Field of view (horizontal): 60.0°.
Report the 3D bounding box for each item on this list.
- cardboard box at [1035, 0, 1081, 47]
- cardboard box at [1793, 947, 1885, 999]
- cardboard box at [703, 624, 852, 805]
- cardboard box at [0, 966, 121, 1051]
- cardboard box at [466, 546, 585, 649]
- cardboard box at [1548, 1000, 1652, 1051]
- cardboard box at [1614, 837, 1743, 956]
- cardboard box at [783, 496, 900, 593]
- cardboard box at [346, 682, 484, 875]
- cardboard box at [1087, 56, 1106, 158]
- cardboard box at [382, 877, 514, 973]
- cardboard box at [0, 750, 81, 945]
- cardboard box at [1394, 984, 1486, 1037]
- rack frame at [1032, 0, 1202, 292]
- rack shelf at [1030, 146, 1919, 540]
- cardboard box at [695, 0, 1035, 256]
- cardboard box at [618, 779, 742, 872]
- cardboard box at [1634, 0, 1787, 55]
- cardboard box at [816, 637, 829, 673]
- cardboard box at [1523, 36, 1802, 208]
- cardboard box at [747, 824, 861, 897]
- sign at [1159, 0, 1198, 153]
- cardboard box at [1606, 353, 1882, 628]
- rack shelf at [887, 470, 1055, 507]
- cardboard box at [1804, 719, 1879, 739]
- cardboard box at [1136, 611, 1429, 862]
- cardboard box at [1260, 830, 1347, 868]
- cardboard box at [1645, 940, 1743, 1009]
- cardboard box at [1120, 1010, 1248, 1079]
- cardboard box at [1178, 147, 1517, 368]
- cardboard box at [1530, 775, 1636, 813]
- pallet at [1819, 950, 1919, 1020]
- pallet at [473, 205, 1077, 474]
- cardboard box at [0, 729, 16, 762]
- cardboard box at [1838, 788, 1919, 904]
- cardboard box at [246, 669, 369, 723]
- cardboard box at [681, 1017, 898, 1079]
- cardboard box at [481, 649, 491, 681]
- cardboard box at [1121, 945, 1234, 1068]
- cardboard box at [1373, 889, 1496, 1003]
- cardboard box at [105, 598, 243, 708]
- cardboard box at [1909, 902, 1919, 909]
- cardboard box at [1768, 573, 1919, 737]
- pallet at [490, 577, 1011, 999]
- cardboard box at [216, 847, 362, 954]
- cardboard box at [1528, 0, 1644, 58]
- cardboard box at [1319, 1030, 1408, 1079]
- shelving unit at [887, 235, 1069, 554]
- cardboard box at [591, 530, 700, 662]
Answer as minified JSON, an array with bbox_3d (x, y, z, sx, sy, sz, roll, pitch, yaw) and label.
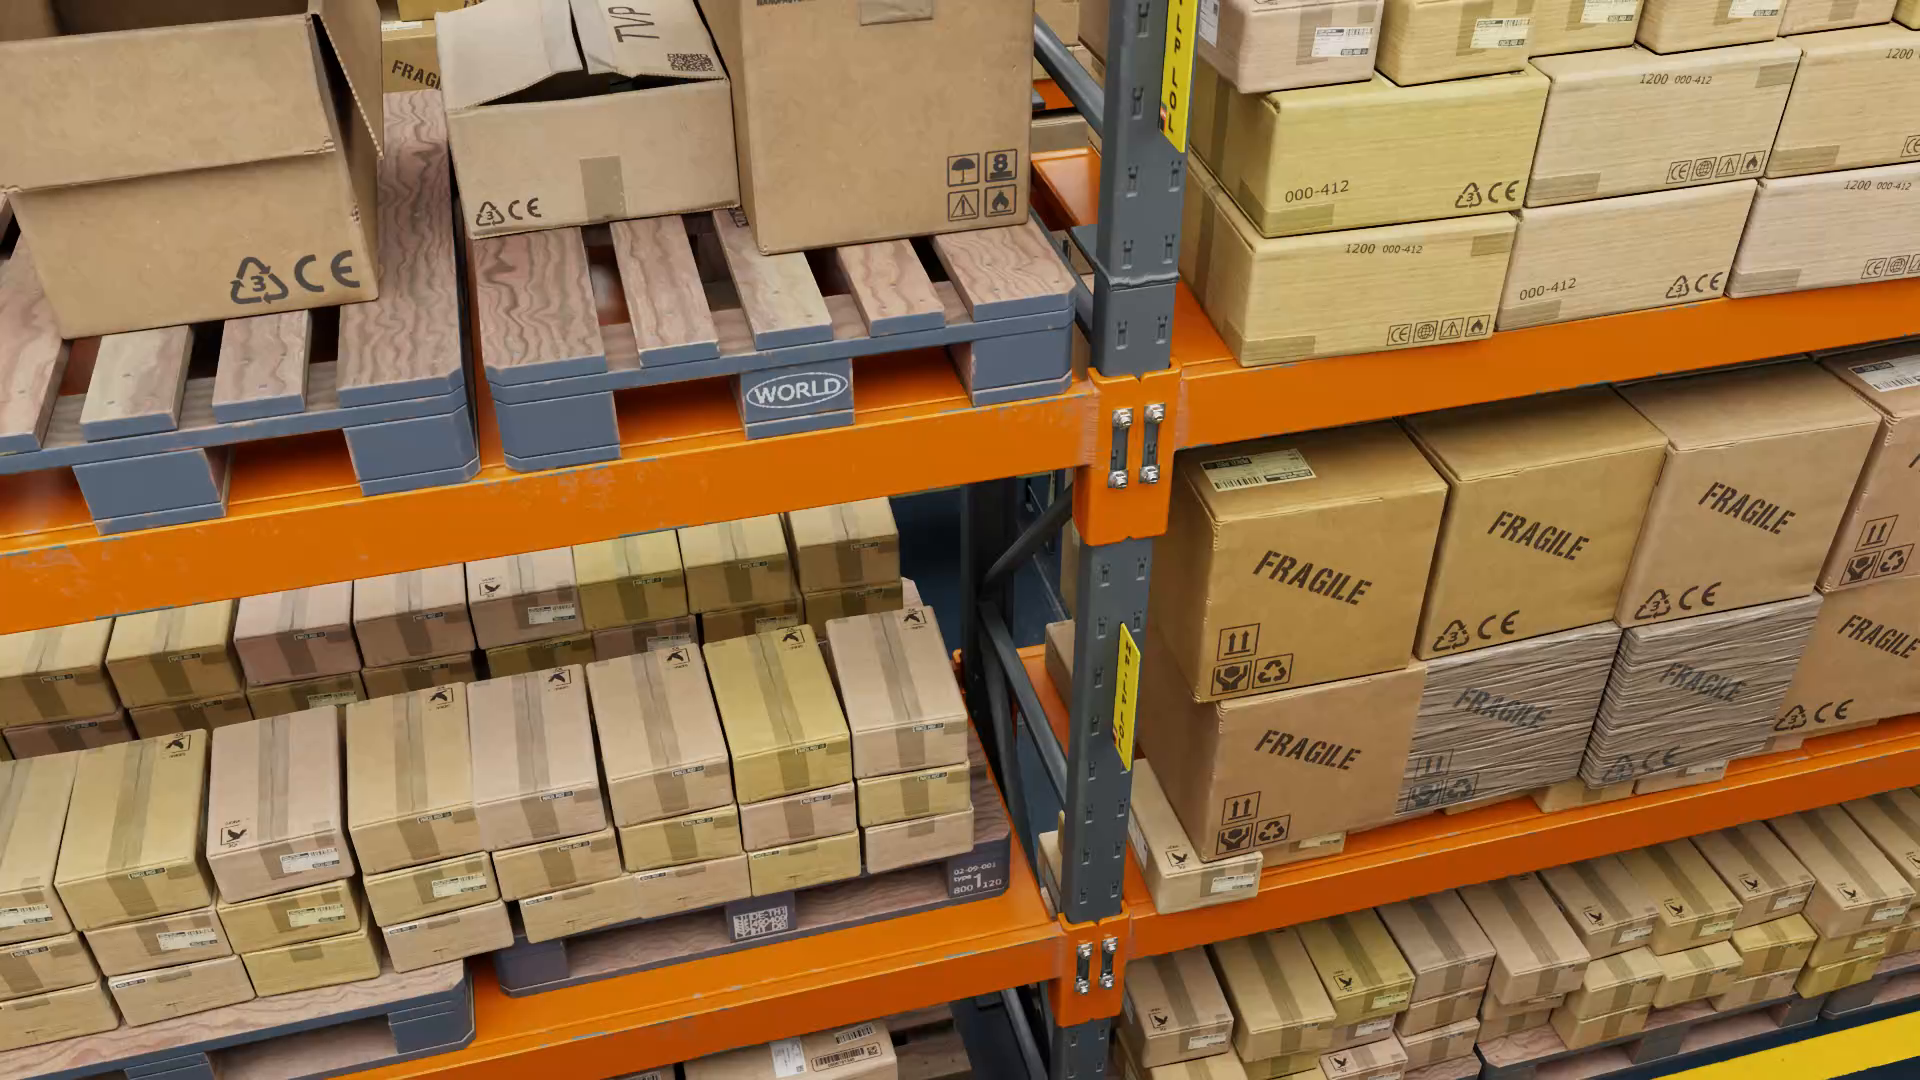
[{"bbox_3d":[0.497,-2.607,8.067,0.500,0.250,0.500,-8,38,-11],"label":"cardboard box"},{"bbox_3d":[2.635,1.212,5.197,0.250,0.149,0.380,-11,39,-14],"label":"cardboard box"},{"bbox_3d":[-0.405,0.377,3.660,0.250,0.149,0.380,-10,39,-13],"label":"cardboard box"},{"bbox_3d":[-1.907,0.862,3.515,0.250,0.149,0.380,-9,38,-11],"label":"cardboard box"},{"bbox_3d":[-1.067,0.073,4.057,0.250,0.149,0.380,-10,38,-13],"label":"cardboard box"},{"bbox_3d":[1.868,1.326,5.048,0.250,0.149,0.380,-10,39,-13],"label":"cardboard box"},{"bbox_3d":[2.093,1.023,4.955,0.250,0.149,0.380,-9,38,-12],"label":"cardboard box"},{"bbox_3d":[-0.309,-0.051,4.220,0.250,0.149,0.380,-7,38,-10],"label":"cardboard box"},{"bbox_3d":[-1.146,0.495,3.505,0.250,0.149,0.380,-11,39,-13],"label":"cardboard box"},{"bbox_3d":[0.594,-0.909,3.624,0.500,0.250,0.500,-8,38,-11],"label":"cardboard box"},{"bbox_3d":[-1.142,0.738,3.677,0.250,0.149,0.380,-11,39,-14],"label":"cardboard box"},{"bbox_3d":[-1.906,0.621,3.341,0.250,0.149,0.380,-8,38,-11],"label":"cardboard box"},{"bbox_3d":[1.332,1.243,4.912,0.250,0.149,0.380,-11,39,-14],"label":"cardboard box"},{"bbox_3d":[0.191,-1.924,2.358,0.127,3.000,1.000,-9,38,-12],"label":"rack frame"},{"bbox_3d":[2.122,-0.763,3.902,4.000,0.370,1.077,-9,38,-12],"label":"rack shelf"},{"bbox_3d":[-0.204,-0.943,3.117,0.500,0.500,0.700,-9,38,-12],"label":"cardboard box"},{"bbox_3d":[-0.636,0.533,3.701,0.250,0.149,0.380,-8,38,-10],"label":"cardboard box"},{"bbox_3d":[1.297,-1.045,3.062,0.250,0.149,0.380,-10,39,-13],"label":"cardboard box"},{"bbox_3d":[-0.309,0.185,4.401,0.250,0.149,0.380,-11,39,-14],"label":"cardboard box"},{"bbox_3d":[1.201,-0.883,3.178,0.500,0.250,0.500,-9,38,-12],"label":"cardboard box"},{"bbox_3d":[-0.392,0.613,3.841,0.250,0.149,0.380,-9,38,-12],"label":"cardboard box"},{"bbox_3d":[0.339,-0.769,2.568,0.005,0.325,0.100,-9,38,-12],"label":"sign"},{"bbox_3d":[1.681,-0.177,3.863,0.500,0.500,0.500,-9,38,-11],"label":"cardboard box"},{"bbox_3d":[-0.006,-0.336,6.991,0.720,0.370,0.431,-9,38,-12],"label":"rack shelf"},{"bbox_3d":[2.293,0.347,4.535,0.250,0.149,0.380,-9,38,-11],"label":"cardboard box"},{"bbox_3d":[0.735,0.371,3.969,0.500,0.500,0.500,-10,39,-13],"label":"cardboard box"},{"bbox_3d":[0.780,0.622,4.175,0.250,0.149,0.380,-8,38,-11],"label":"cardboard box"},{"bbox_3d":[2.109,1.187,4.986,0.250,0.149,0.380,-9,38,-11],"label":"cardboard box"},{"bbox_3d":[0.624,1.437,4.659,0.250,0.149,0.380,-8,38,-10],"label":"cardboard box"},{"bbox_3d":[0.707,-0.591,3.208,0.500,0.250,0.500,-7,38,-10],"label":"cardboard box"},{"bbox_3d":[1.548,0.507,4.325,0.250,0.149,0.380,-9,38,-11],"label":"cardboard box"},{"bbox_3d":[3.186,1.053,5.700,1.213,0.211,1.003,-9,38,-12],"label":"pallet"},{"bbox_3d":[-0.433,-0.622,3.280,1.003,0.211,1.213,-9,38,-12],"label":"pallet"},{"bbox_3d":[-2.319,0.398,3.877,0.250,0.149,0.380,-10,38,-12],"label":"cardboard box"},{"bbox_3d":[2.867,0.913,5.099,0.250,0.149,0.380,-11,39,-14],"label":"cardboard box"},{"bbox_3d":[-1.575,0.277,4.035,0.250,0.149,0.380,-10,39,-13],"label":"cardboard box"},{"bbox_3d":[-0.462,1.254,4.237,0.500,0.250,0.500,-10,39,-13],"label":"cardboard box"},{"bbox_3d":[-1.306,0.349,4.186,0.250,0.149,0.380,-11,39,-14],"label":"cardboard box"},{"bbox_3d":[0.578,1.255,4.651,0.250,0.149,0.380,-8,38,-10],"label":"cardboard box"},{"bbox_3d":[1.336,1.123,4.824,0.250,0.149,0.380,-10,39,-13],"label":"cardboard box"},{"bbox_3d":[-1.817,0.199,3.893,0.250,0.149,0.380,-8,38,-11],"label":"cardboard box"},{"bbox_3d":[2.830,0.990,5.244,0.250,0.149,0.380,-10,38,-12],"label":"cardboard box"},{"bbox_3d":[2.216,0.127,4.288,0.500,0.500,0.500,-7,38,-10],"label":"cardboard box"},{"bbox_3d":[-0.585,0.571,4.192,1.213,0.211,1.003,-9,38,-12],"label":"pallet"},{"bbox_3d":[-1.413,0.664,3.530,0.250,0.149,0.380,-9,38,-12],"label":"cardboard box"},{"bbox_3d":[1.034,-1.030,3.043,0.250,0.149,0.380,-10,38,-12],"label":"cardboard box"},{"bbox_3d":[1.110,1.444,4.895,0.250,0.149,0.380,-9,38,-12],"label":"cardboard box"},{"bbox_3d":[-0.006,-0.595,6.793,0.755,1.500,0.431,-9,38,-12],"label":"shelving unit"},{"bbox_3d":[-0.808,0.150,4.201,0.250,0.149,0.380,-8,38,-11],"label":"cardboard box"}]
